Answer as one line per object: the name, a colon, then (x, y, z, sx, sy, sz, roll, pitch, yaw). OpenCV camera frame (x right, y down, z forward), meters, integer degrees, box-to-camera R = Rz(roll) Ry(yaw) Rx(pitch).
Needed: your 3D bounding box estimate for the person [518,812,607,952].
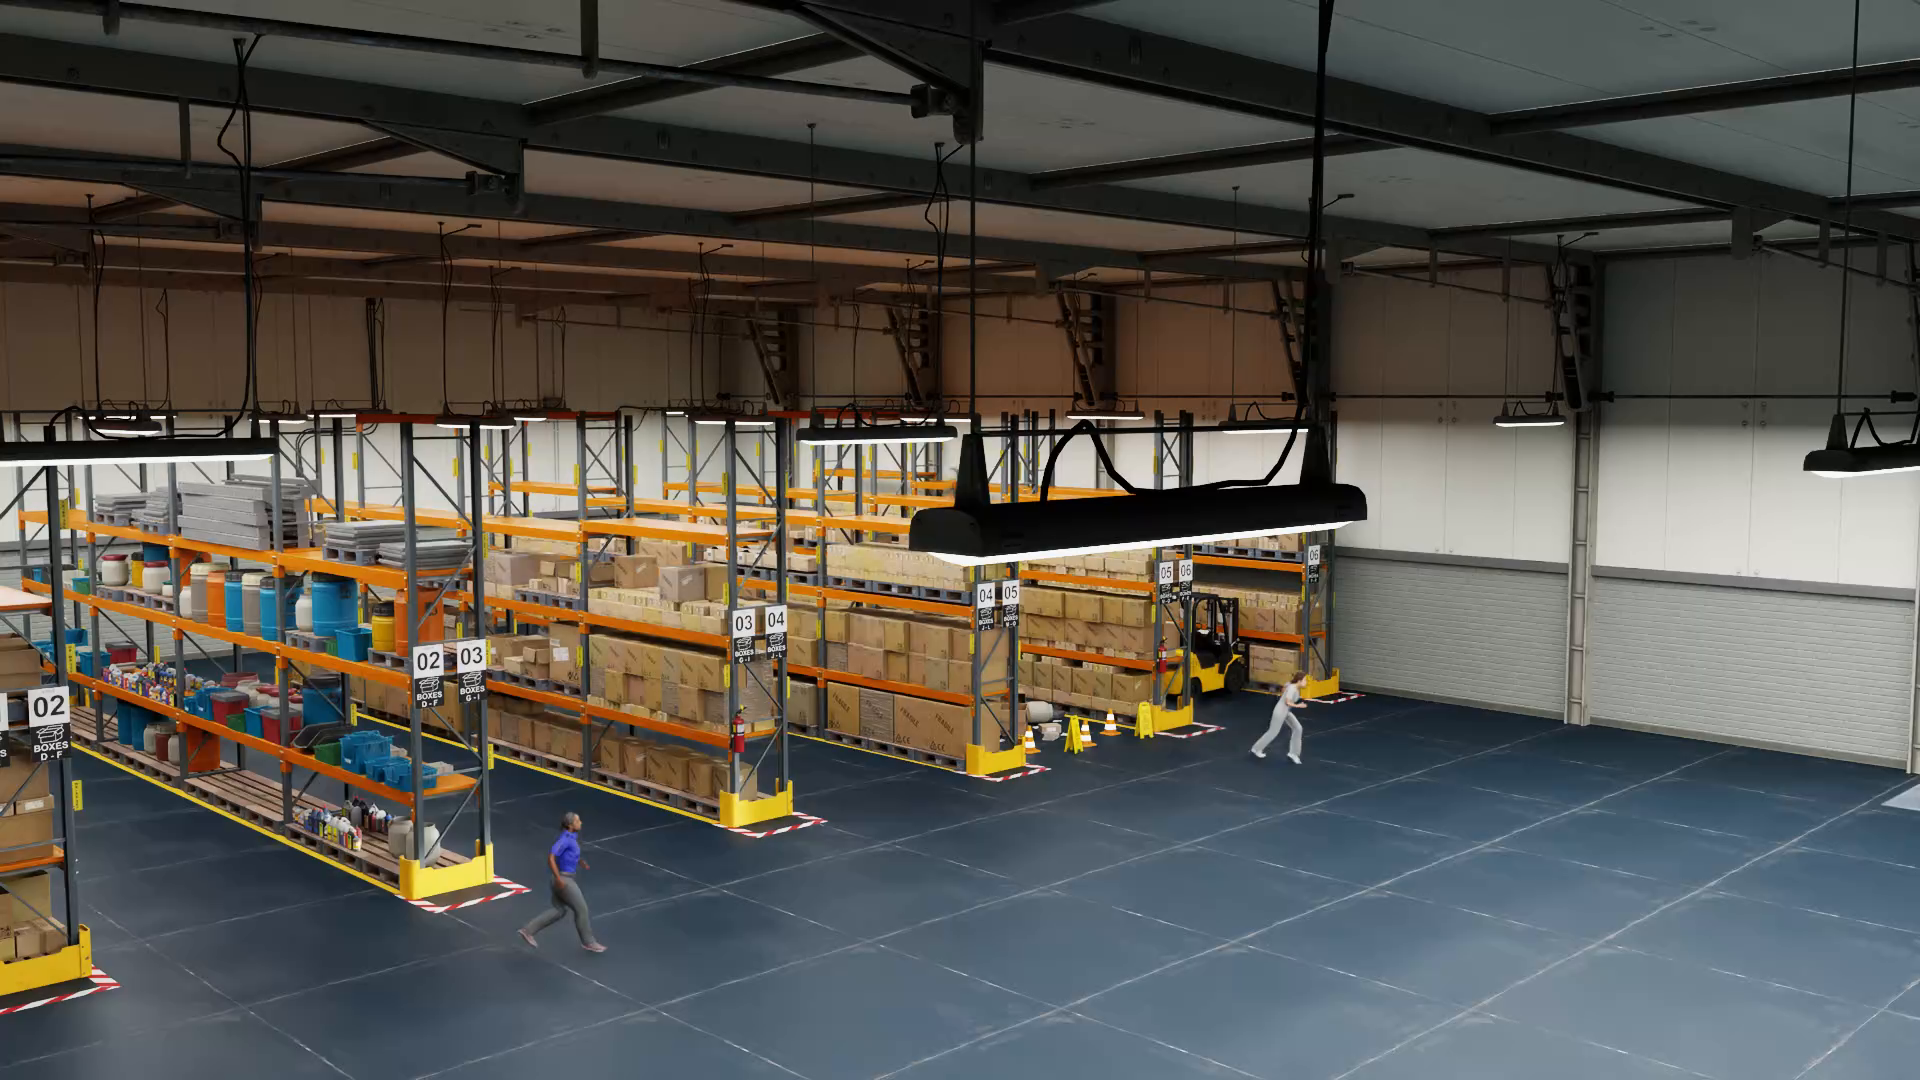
person: (-4.487, 3.886, 18.763, 0.958, 1.656, 0.600, -1, 5, -16)

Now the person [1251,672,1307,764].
person: (5.529, 3.068, 28.787, 0.955, 1.624, 0.605, 2, 5, 20)

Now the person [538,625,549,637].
person: (-9.988, 1.937, 40.690, 0.775, 1.756, 0.717, 1, 5, 16)
